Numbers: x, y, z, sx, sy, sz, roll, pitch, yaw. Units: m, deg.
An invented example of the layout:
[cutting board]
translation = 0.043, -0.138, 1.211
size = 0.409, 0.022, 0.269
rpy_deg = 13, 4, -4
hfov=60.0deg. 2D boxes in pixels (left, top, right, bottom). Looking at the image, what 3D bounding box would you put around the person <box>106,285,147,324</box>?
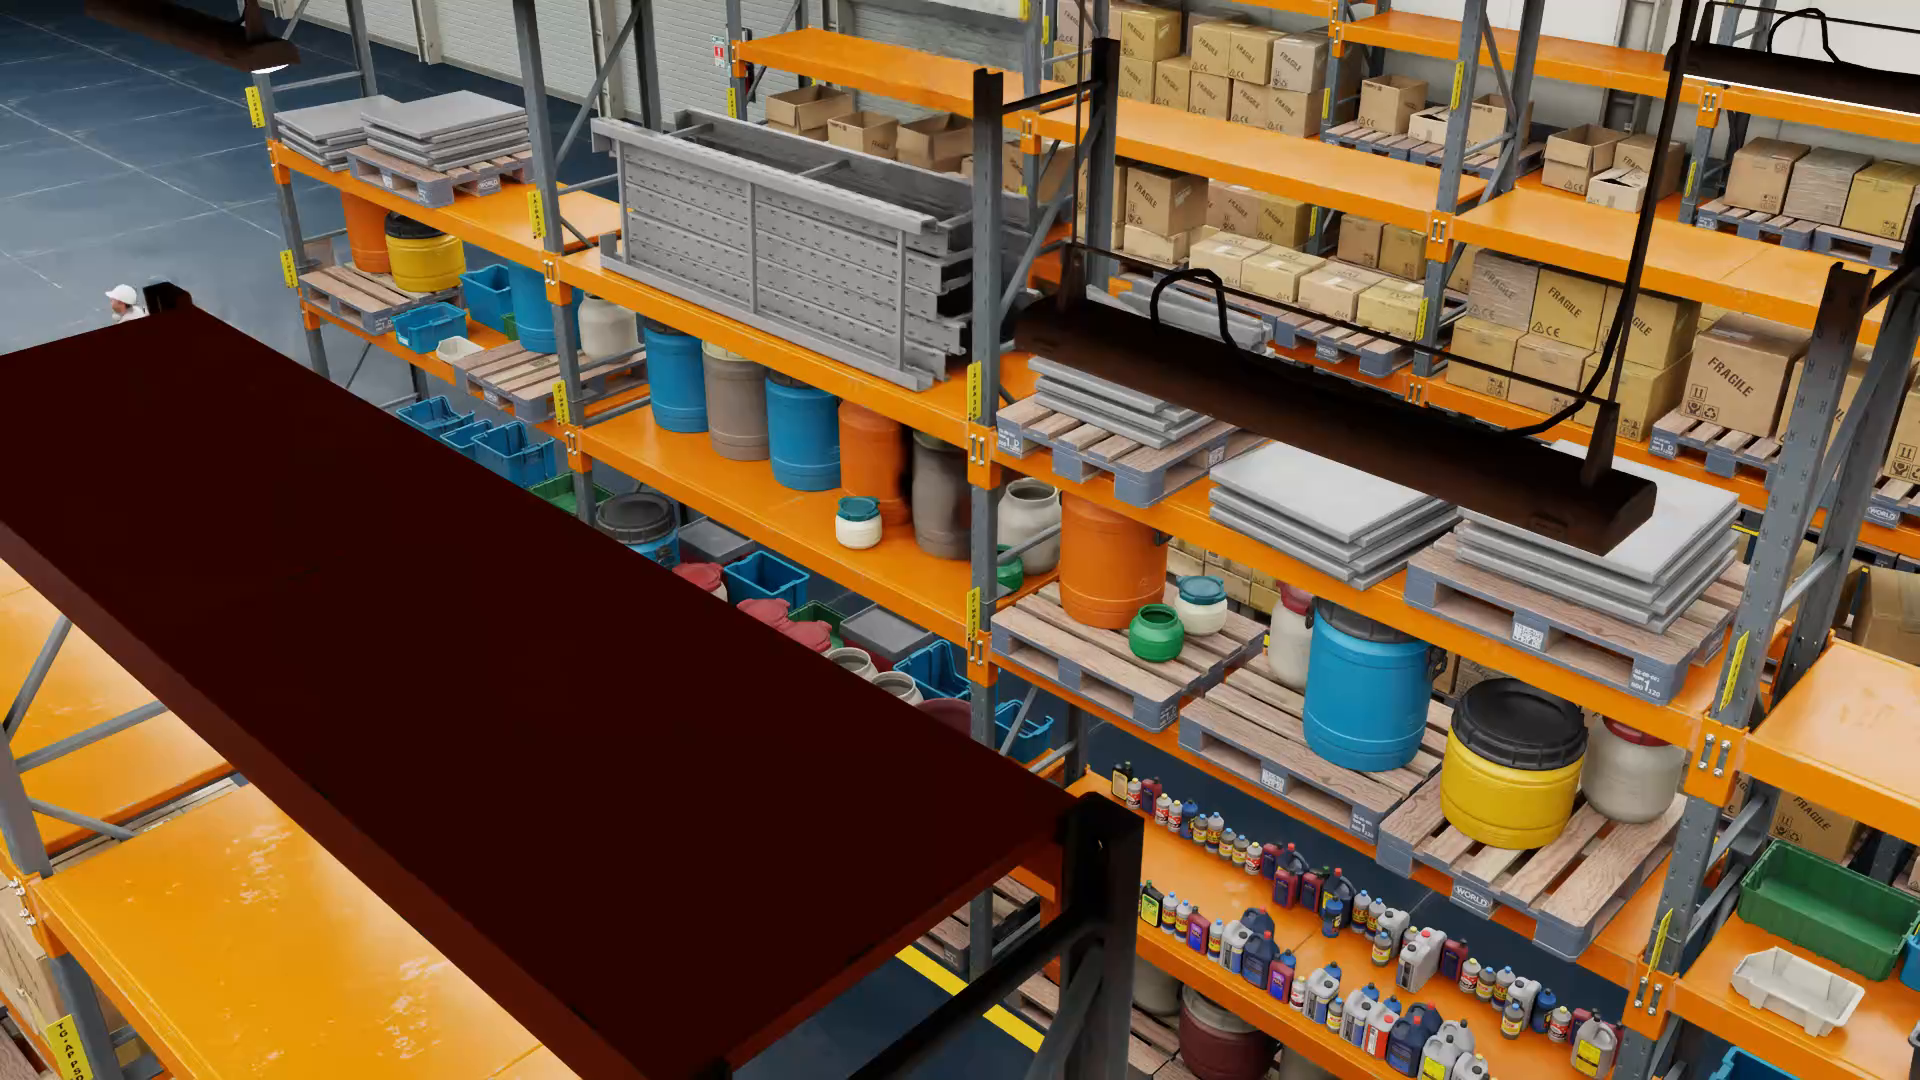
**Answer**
[person]
translation = -8.826, -1.924, 17.922
size = 0.581, 1.736, 0.696
rpy_deg = -7, 30, -13
